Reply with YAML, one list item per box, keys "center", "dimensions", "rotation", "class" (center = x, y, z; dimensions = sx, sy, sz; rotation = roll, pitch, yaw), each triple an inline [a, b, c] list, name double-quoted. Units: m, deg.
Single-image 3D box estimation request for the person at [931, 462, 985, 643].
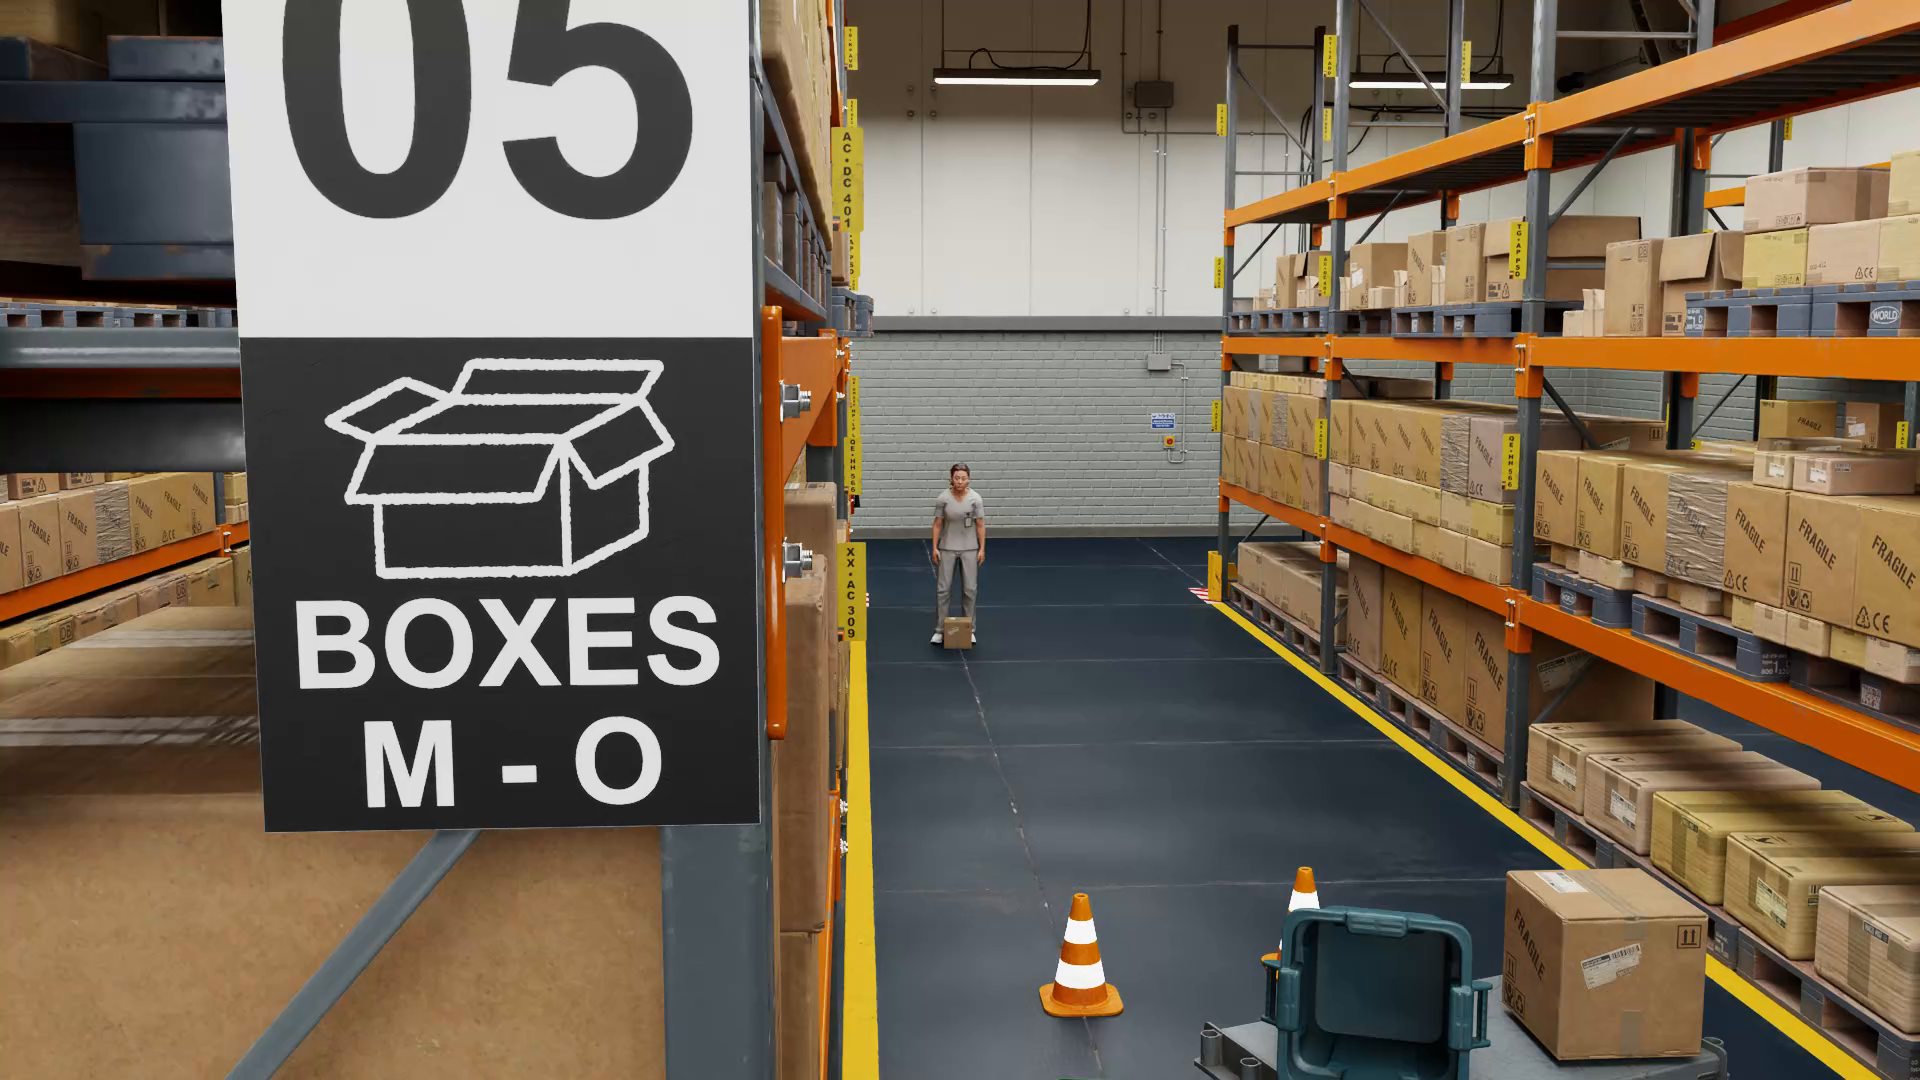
- center: [-0.016, 0.112, 15.336]
  dimensions: [0.501, 1.672, 0.350]
  rotation: [0, 7, 1]
  class: "person"
